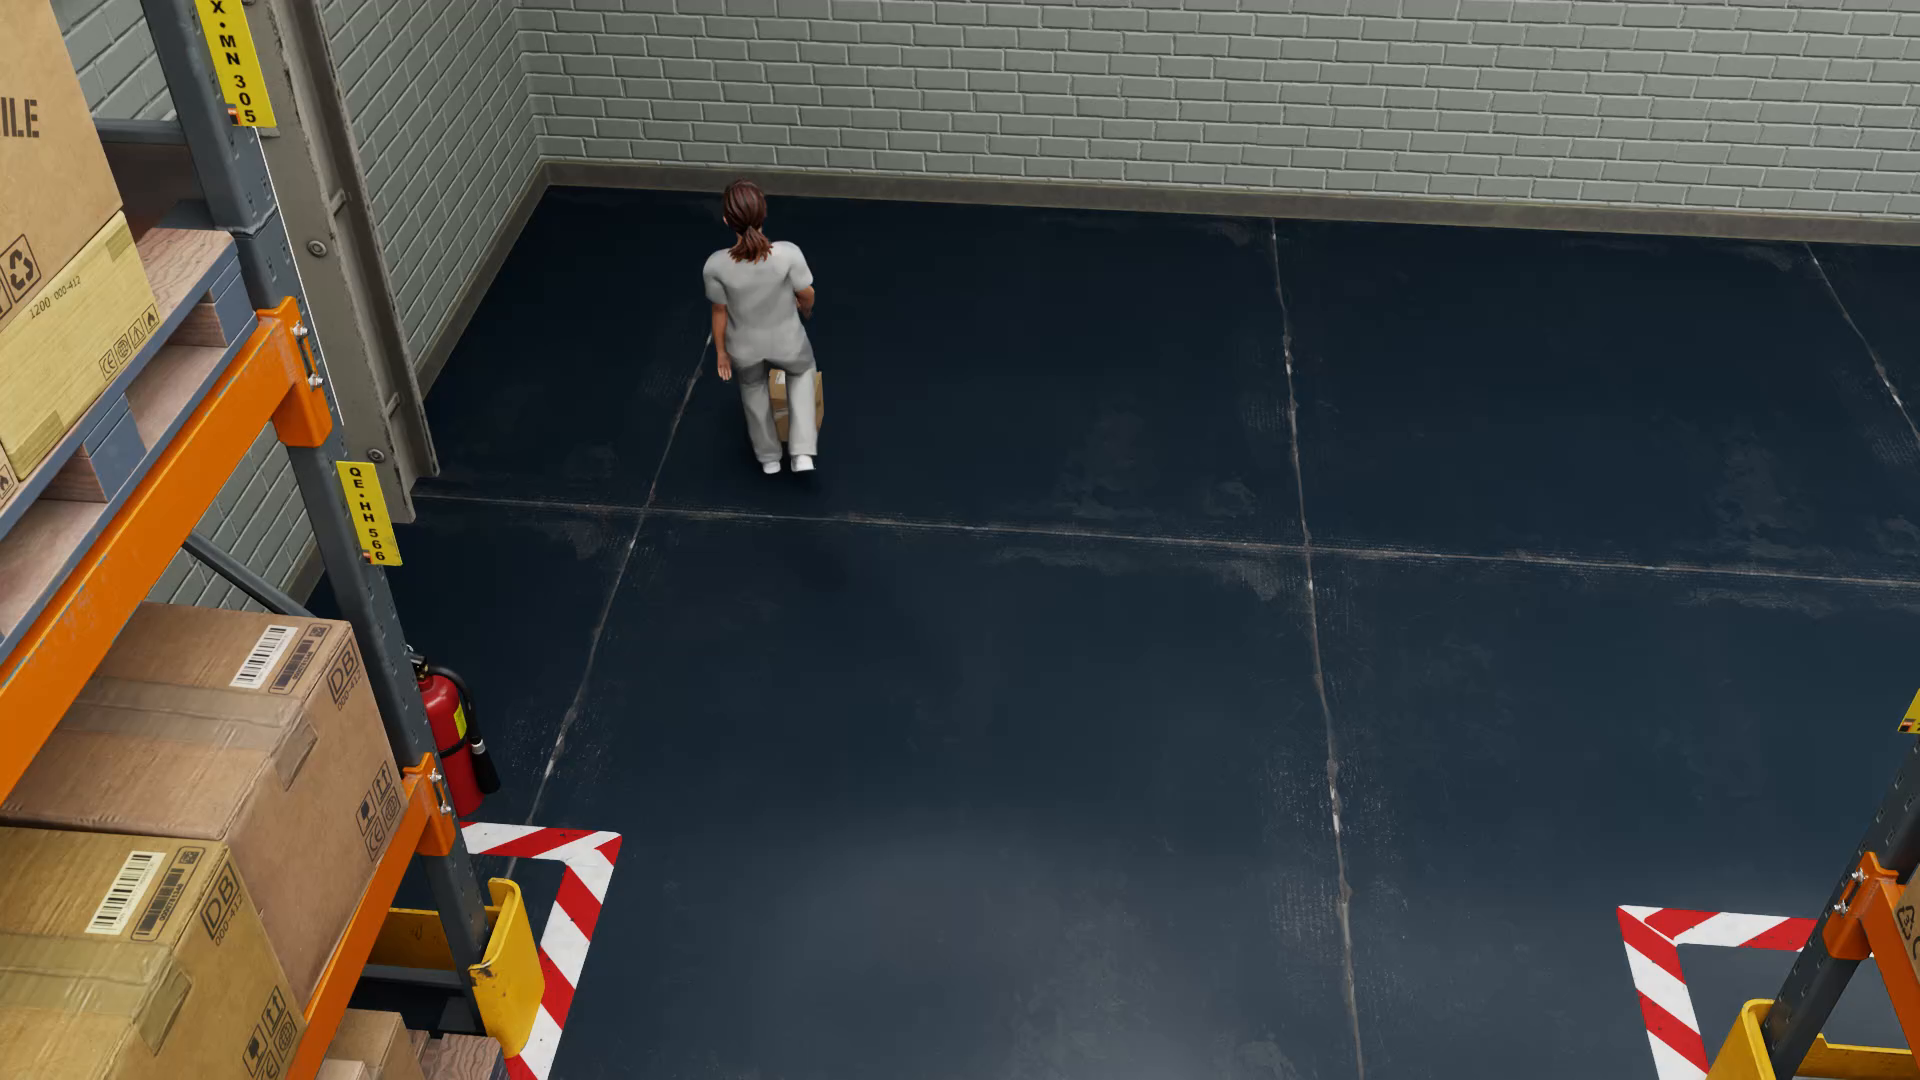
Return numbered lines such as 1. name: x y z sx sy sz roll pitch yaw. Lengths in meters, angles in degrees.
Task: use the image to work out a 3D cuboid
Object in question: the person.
1. person: -0.856 -0.908 7.287 0.460 1.618 0.626 -5 40 -5
